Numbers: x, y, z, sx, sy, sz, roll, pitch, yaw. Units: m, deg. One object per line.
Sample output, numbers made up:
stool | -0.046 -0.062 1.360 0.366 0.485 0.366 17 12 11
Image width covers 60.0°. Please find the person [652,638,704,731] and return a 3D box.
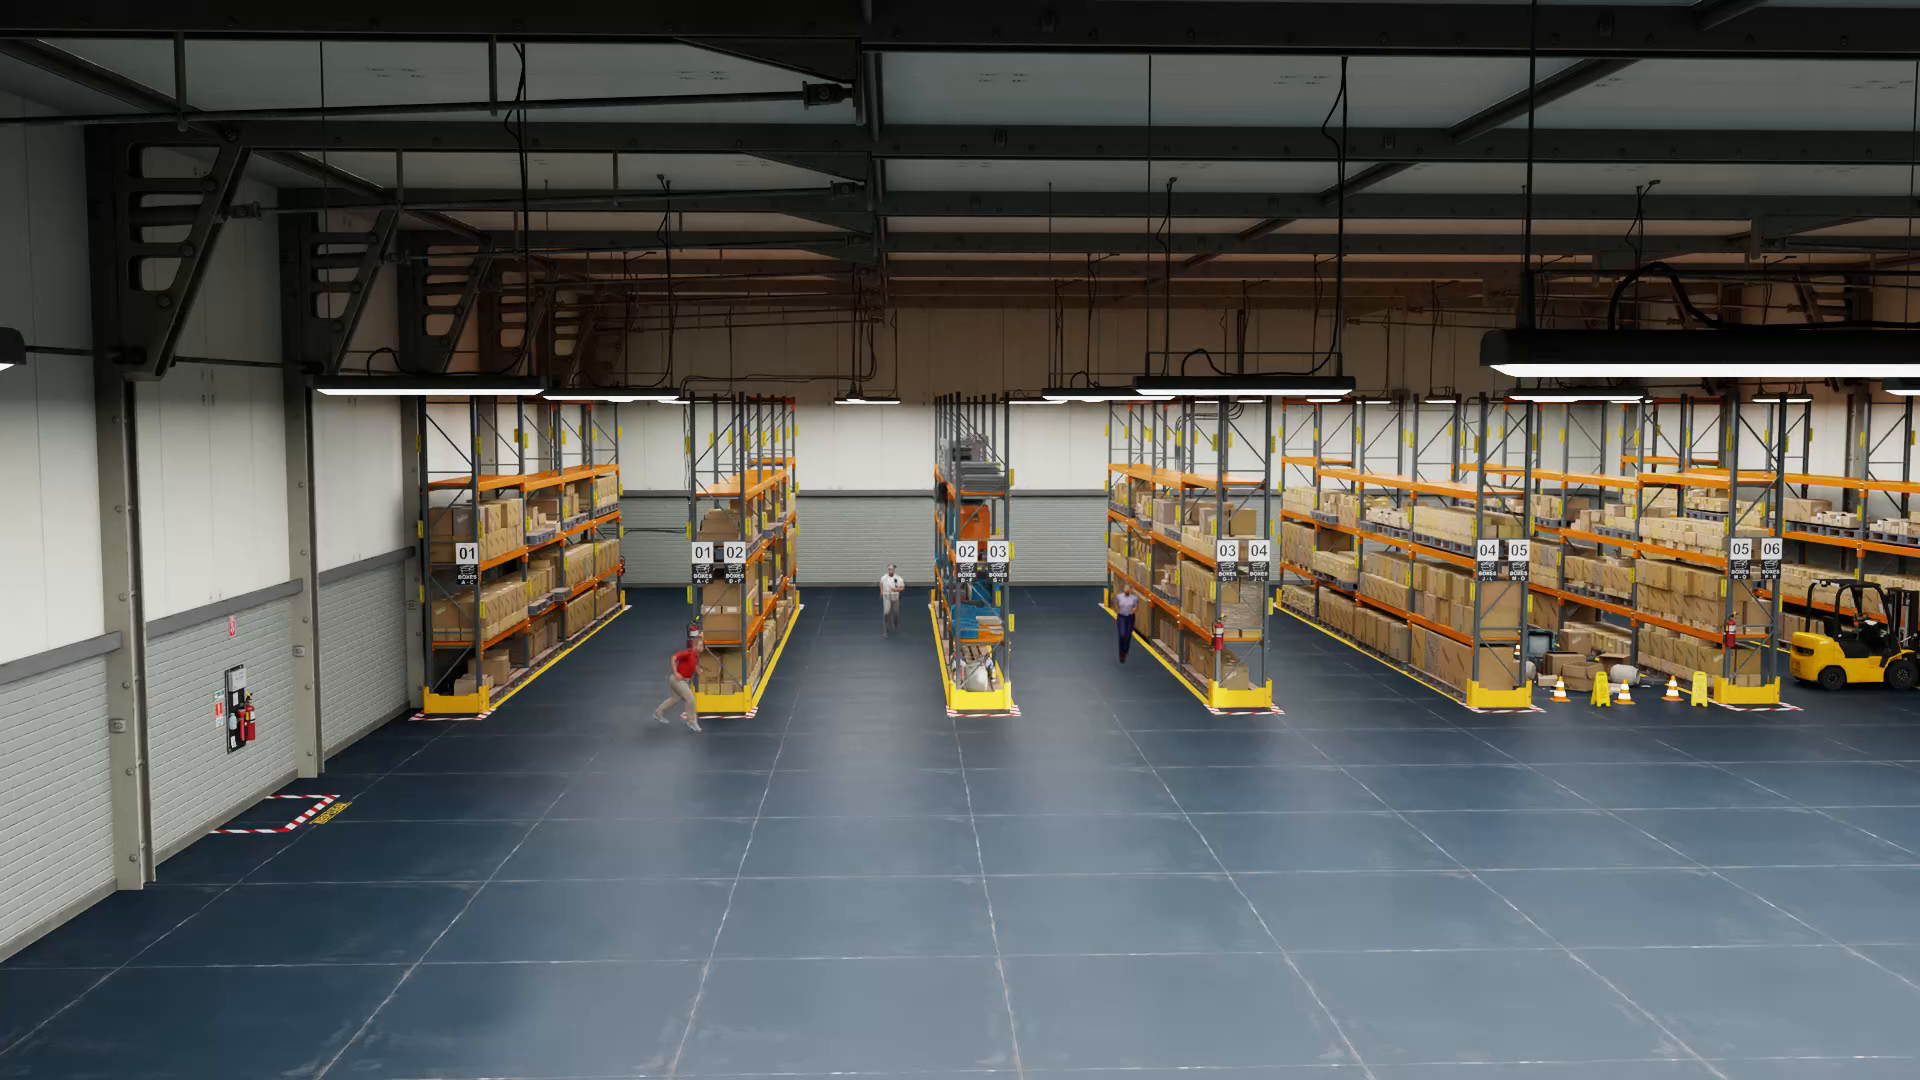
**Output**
person | -5.013 2.575 29.476 0.992 1.701 0.710 1 5 15

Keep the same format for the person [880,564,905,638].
person | -1.702 1.504 41.579 0.648 1.845 0.803 0 5 3

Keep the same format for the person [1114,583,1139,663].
person | 3.634 1.794 36.189 0.493 1.738 0.791 -1 5 -7
